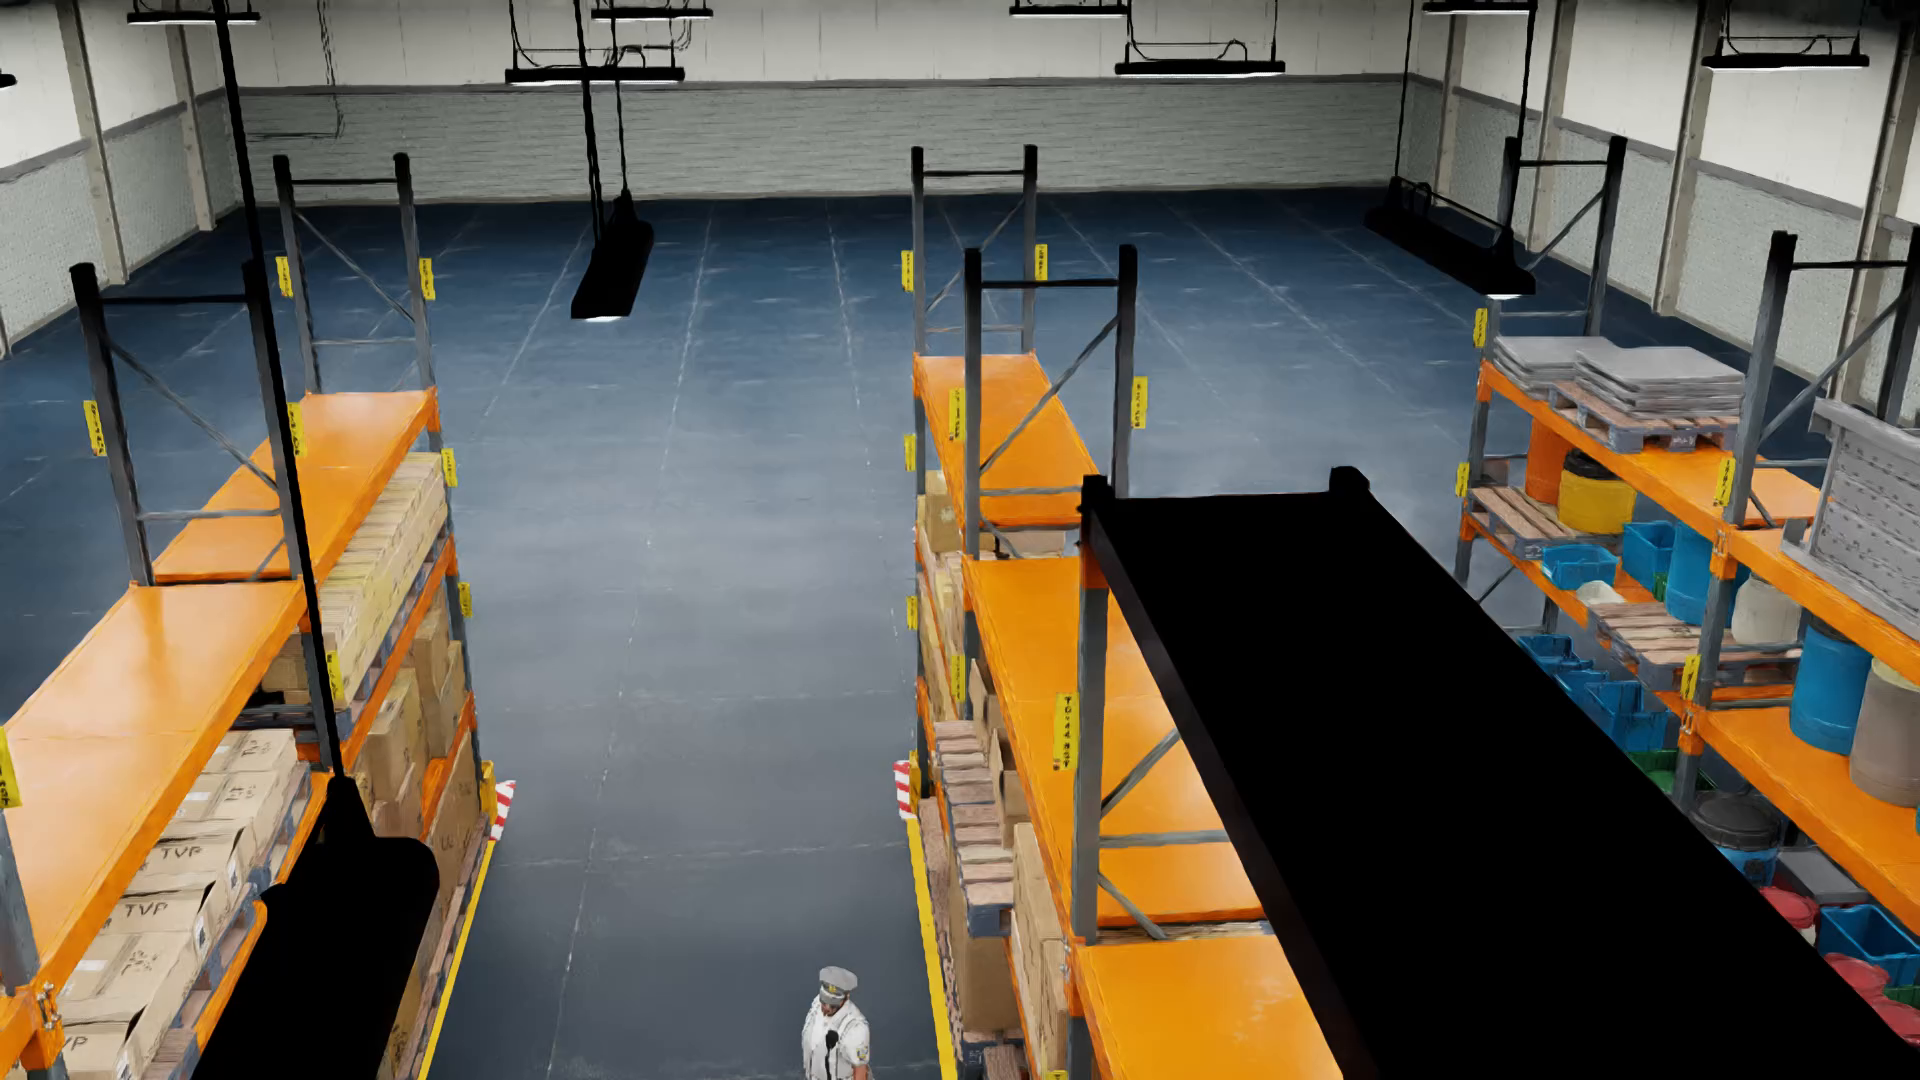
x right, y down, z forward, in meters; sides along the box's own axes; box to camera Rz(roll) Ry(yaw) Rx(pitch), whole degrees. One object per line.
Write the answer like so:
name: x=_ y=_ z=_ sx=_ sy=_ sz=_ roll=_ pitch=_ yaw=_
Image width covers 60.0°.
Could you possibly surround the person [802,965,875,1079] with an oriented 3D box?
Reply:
person: x=-0.797 y=3.469 z=10.464 sx=0.478 sy=1.759 sz=0.589 roll=-14 pitch=25 yaw=-31
